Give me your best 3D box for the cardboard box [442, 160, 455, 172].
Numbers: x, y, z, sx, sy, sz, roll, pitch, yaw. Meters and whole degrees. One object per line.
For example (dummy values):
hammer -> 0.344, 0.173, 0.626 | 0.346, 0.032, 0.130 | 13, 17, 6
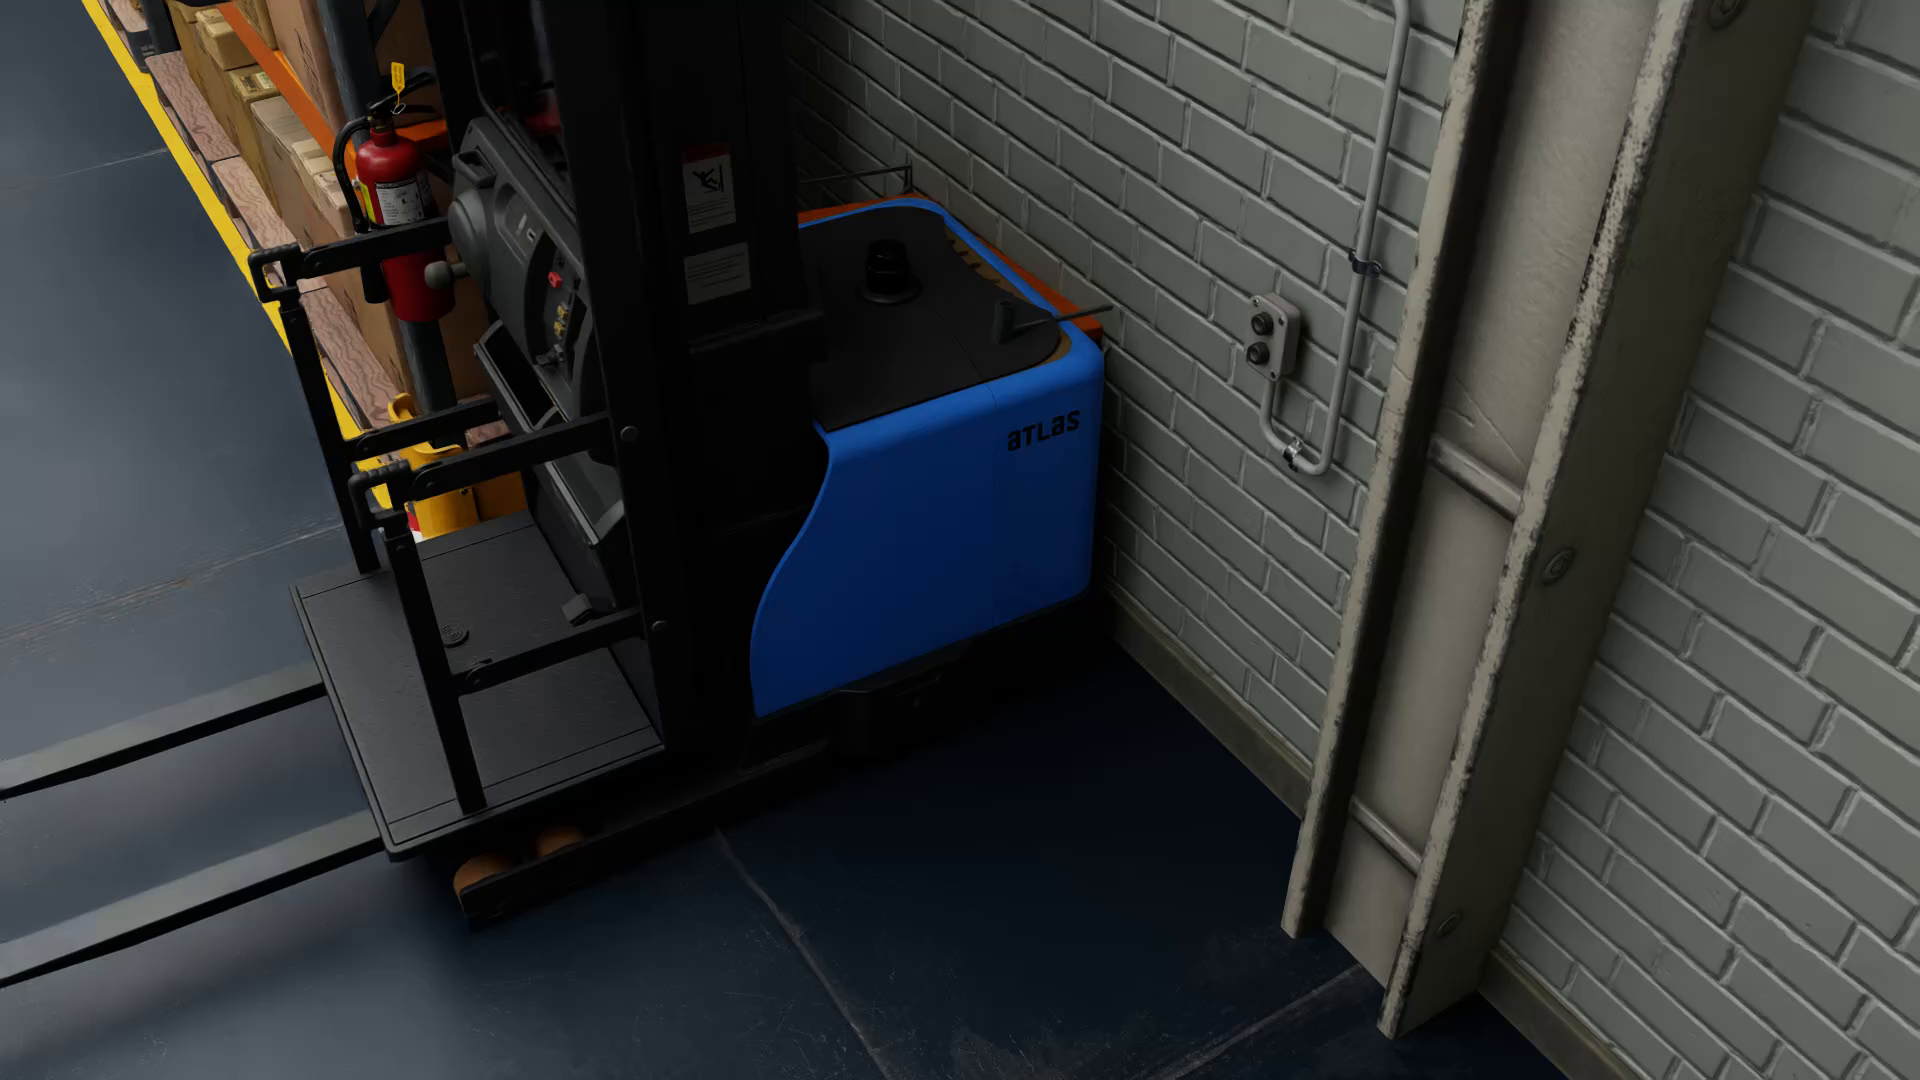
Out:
cardboard box -> -1.654, -1.377, 5.677 | 0.380, 0.149, 0.250 | -22, 45, -24

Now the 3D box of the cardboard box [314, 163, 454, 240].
cardboard box -> -1.840, -1.109, 5.355 | 0.380, 0.149, 0.250 | -23, 45, -25

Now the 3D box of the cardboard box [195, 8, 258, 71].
cardboard box -> -2.680, -1.949, 6.364 | 0.380, 0.149, 0.250 | -23, 45, -26

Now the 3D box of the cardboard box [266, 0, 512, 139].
cardboard box -> -1.439, -1.695, 4.707 | 0.980, 0.700, 0.700 | -20, 44, -23

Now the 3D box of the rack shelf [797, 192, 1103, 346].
rack shelf -> -0.039, -0.665, 4.686 | 0.538, 0.278, 1.000 | -18, 41, -33

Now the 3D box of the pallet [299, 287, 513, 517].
pallet -> -1.652, -0.642, 5.855 | 1.003, 0.211, 1.213 | -22, 45, -24

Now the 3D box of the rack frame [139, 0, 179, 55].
rack frame -> -3.307, -3.467, 7.068 | 1.000, 3.000, 0.127 | -22, 45, -24

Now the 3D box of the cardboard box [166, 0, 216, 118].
cardboard box -> -2.992, -2.229, 7.207 | 0.700, 0.500, 0.500 | -22, 44, -24

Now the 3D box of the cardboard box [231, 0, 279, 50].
cardboard box -> -1.840, -2.084, 5.174 | 0.980, 0.700, 0.700 | -23, 45, -25

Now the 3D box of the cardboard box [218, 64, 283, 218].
cardboard box -> -2.450, -1.679, 6.547 | 0.700, 0.500, 0.500 | -21, 44, -23

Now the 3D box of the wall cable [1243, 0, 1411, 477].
wall cable -> 0.330, -1.333, 3.713 | 0.084, 1.984, 1.851 | -22, 45, -24

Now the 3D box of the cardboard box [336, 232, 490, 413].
cardboard box -> -1.617, -0.853, 5.555 | 0.700, 0.500, 0.500 | -22, 45, -24

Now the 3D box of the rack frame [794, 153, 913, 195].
rack frame -> -0.375, -0.671, 5.167 | 0.500, 1.125, 0.032 | -18, 41, -33

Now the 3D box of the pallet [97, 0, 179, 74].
pallet -> -3.786, -2.787, 8.429 | 1.003, 0.211, 1.213 | -22, 45, -24

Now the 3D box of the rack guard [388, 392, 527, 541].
rack guard -> -1.144, -0.335, 5.262 | 1.175, 0.500, 0.348 | -22, 45, -24

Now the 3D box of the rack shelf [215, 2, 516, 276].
rack shelf -> -2.232, -2.111, 6.003 | 1.077, 0.370, 4.000 | -22, 45, -24

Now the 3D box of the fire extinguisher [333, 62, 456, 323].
fire extinguisher -> -1.464, -0.895, 4.333 | 0.296, 0.674, 0.183 | -22, 45, -24

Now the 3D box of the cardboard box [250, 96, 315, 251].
cardboard box -> -2.157, -1.394, 6.204 | 0.700, 0.500, 0.500 | -24, 45, -26

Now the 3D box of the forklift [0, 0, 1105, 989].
forklift -> -1.160, -0.578, 3.654 | 3.031, 2.935, 1.130 | -20, 44, -22

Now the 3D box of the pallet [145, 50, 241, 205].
pallet -> -2.964, -1.959, 7.436 | 1.003, 0.211, 1.213 | -22, 45, -24

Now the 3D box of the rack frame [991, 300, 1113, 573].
rack frame -> 0.232, -0.171, 4.523 | 0.500, 1.125, 0.032 | -18, 41, -33

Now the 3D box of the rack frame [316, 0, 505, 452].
rack frame -> -1.156, -1.308, 4.477 | 1.000, 3.000, 0.127 | -22, 45, -24

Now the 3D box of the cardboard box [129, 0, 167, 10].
cardboard box -> -3.766, -3.109, 7.989 | 0.750, 0.750, 0.750 | -22, 44, -24

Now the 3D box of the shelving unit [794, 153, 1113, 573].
shelving unit -> -0.071, -0.421, 4.845 | 0.538, 1.125, 1.048 | -18, 41, -33

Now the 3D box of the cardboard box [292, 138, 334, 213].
cardboard box -> -1.978, -1.246, 5.520 | 0.380, 0.149, 0.250 | -21, 44, -23

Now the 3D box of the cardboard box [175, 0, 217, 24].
cardboard box -> -2.961, -2.231, 6.702 | 0.380, 0.149, 0.250 | -21, 44, -23

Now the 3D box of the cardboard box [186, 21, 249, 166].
cardboard box -> -2.724, -1.957, 6.880 | 0.700, 0.500, 0.500 | -23, 45, -25

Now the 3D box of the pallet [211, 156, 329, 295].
pallet -> -2.304, -1.300, 6.645 | 1.003, 0.211, 1.213 | -22, 45, -24

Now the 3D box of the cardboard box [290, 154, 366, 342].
cardboard box -> -1.886, -1.123, 5.879 | 0.700, 0.500, 0.500 | -22, 45, -25
